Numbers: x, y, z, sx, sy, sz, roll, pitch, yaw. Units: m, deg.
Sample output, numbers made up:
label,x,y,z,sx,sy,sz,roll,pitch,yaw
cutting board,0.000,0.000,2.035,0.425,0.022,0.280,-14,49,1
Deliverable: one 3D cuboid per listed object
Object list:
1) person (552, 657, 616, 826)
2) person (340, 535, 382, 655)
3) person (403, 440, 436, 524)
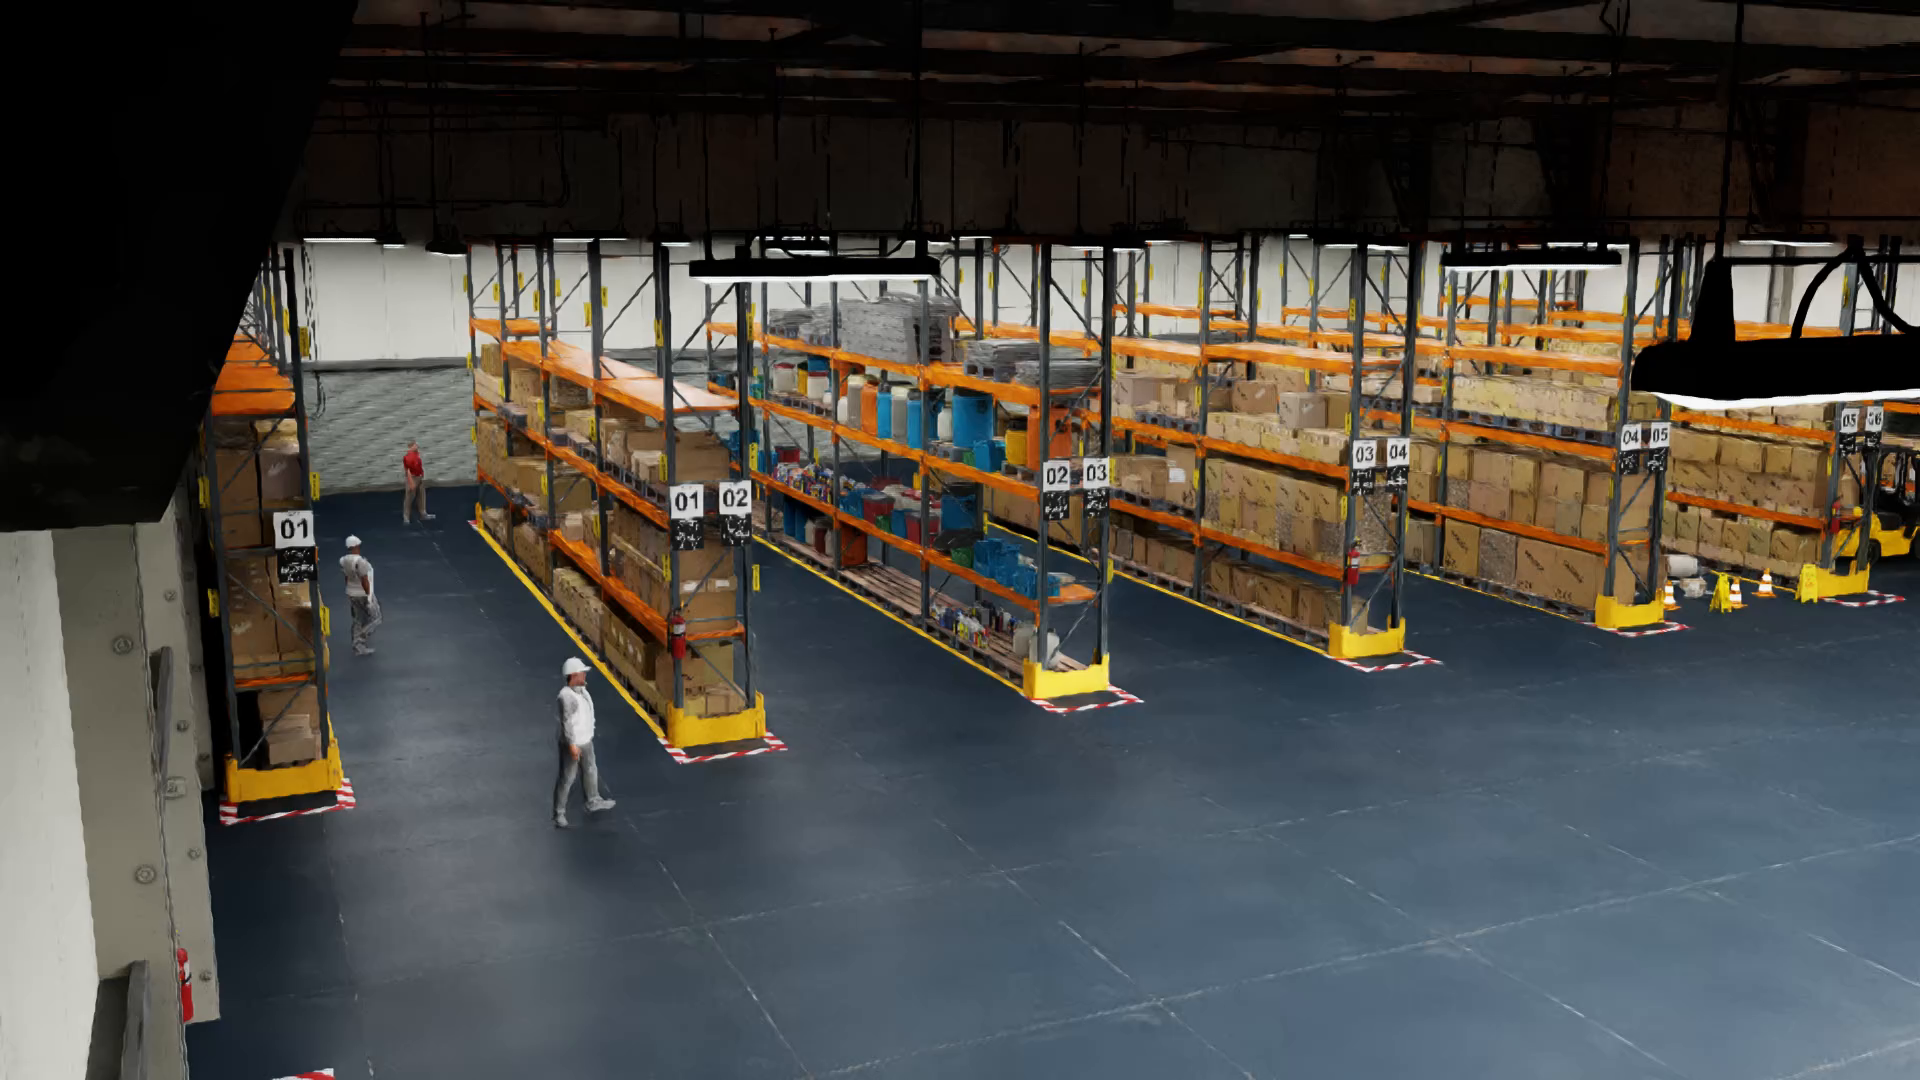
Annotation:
label,x,y,z,sx,sy,sz,roll,pitch,yaw
person,-4.052,2.091,17.641,0.528,1.764,0.719,2,11,8
person,-8.769,0.810,24.261,0.600,1.780,0.447,9,14,37
person,-11.449,-1.242,34.943,0.518,1.725,0.733,1,11,7
